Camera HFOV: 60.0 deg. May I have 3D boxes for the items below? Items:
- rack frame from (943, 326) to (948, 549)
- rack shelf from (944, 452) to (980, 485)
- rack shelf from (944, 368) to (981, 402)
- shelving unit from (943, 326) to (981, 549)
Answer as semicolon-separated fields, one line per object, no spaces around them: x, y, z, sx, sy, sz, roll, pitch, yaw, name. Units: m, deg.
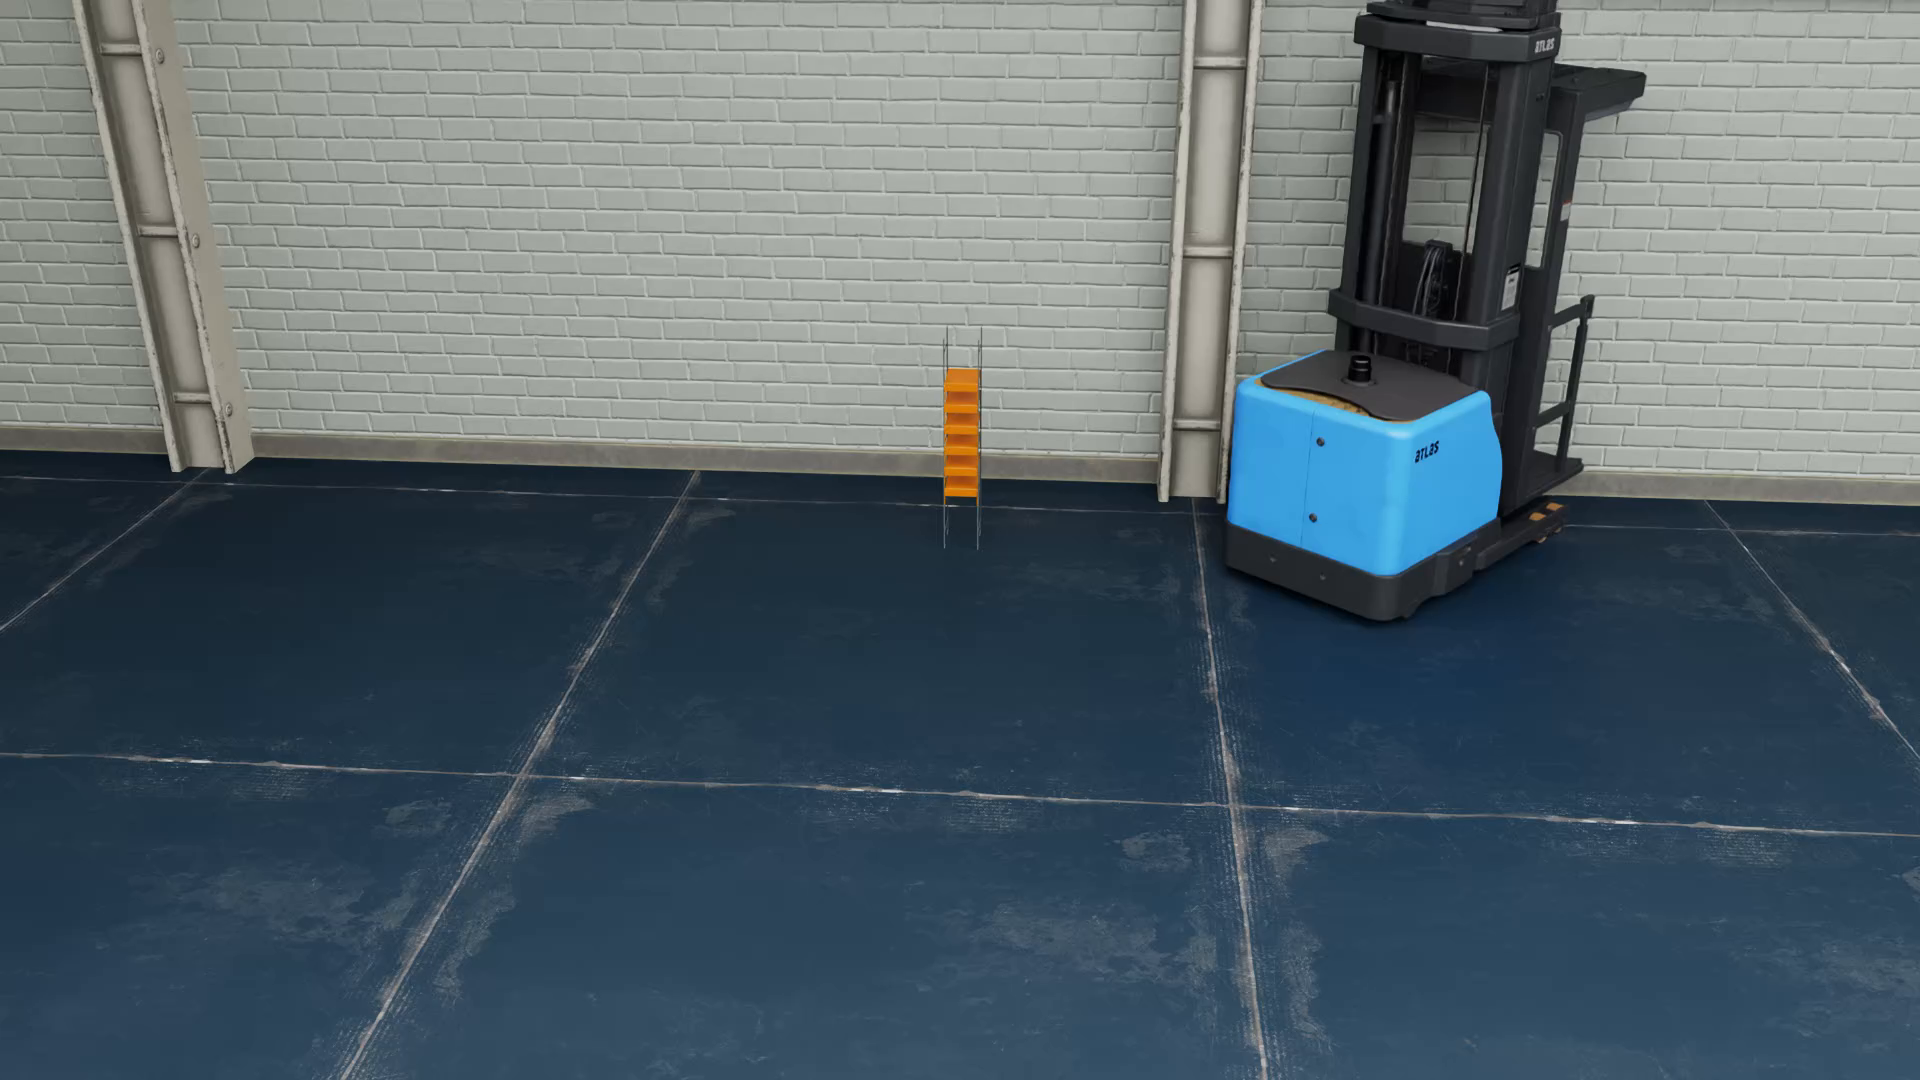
-0.077;-0.548;9.005;0.006;1.200;0.240;2;25;4;rack frame
0.014;-0.395;9.067;0.180;0.103;0.258;2;25;4;rack shelf
0.014;-0.831;8.866;0.180;0.103;0.258;2;25;4;rack shelf
-11.026;-0.020;7.140;21.905;1.800;5.752;2;25;4;shelving unit
